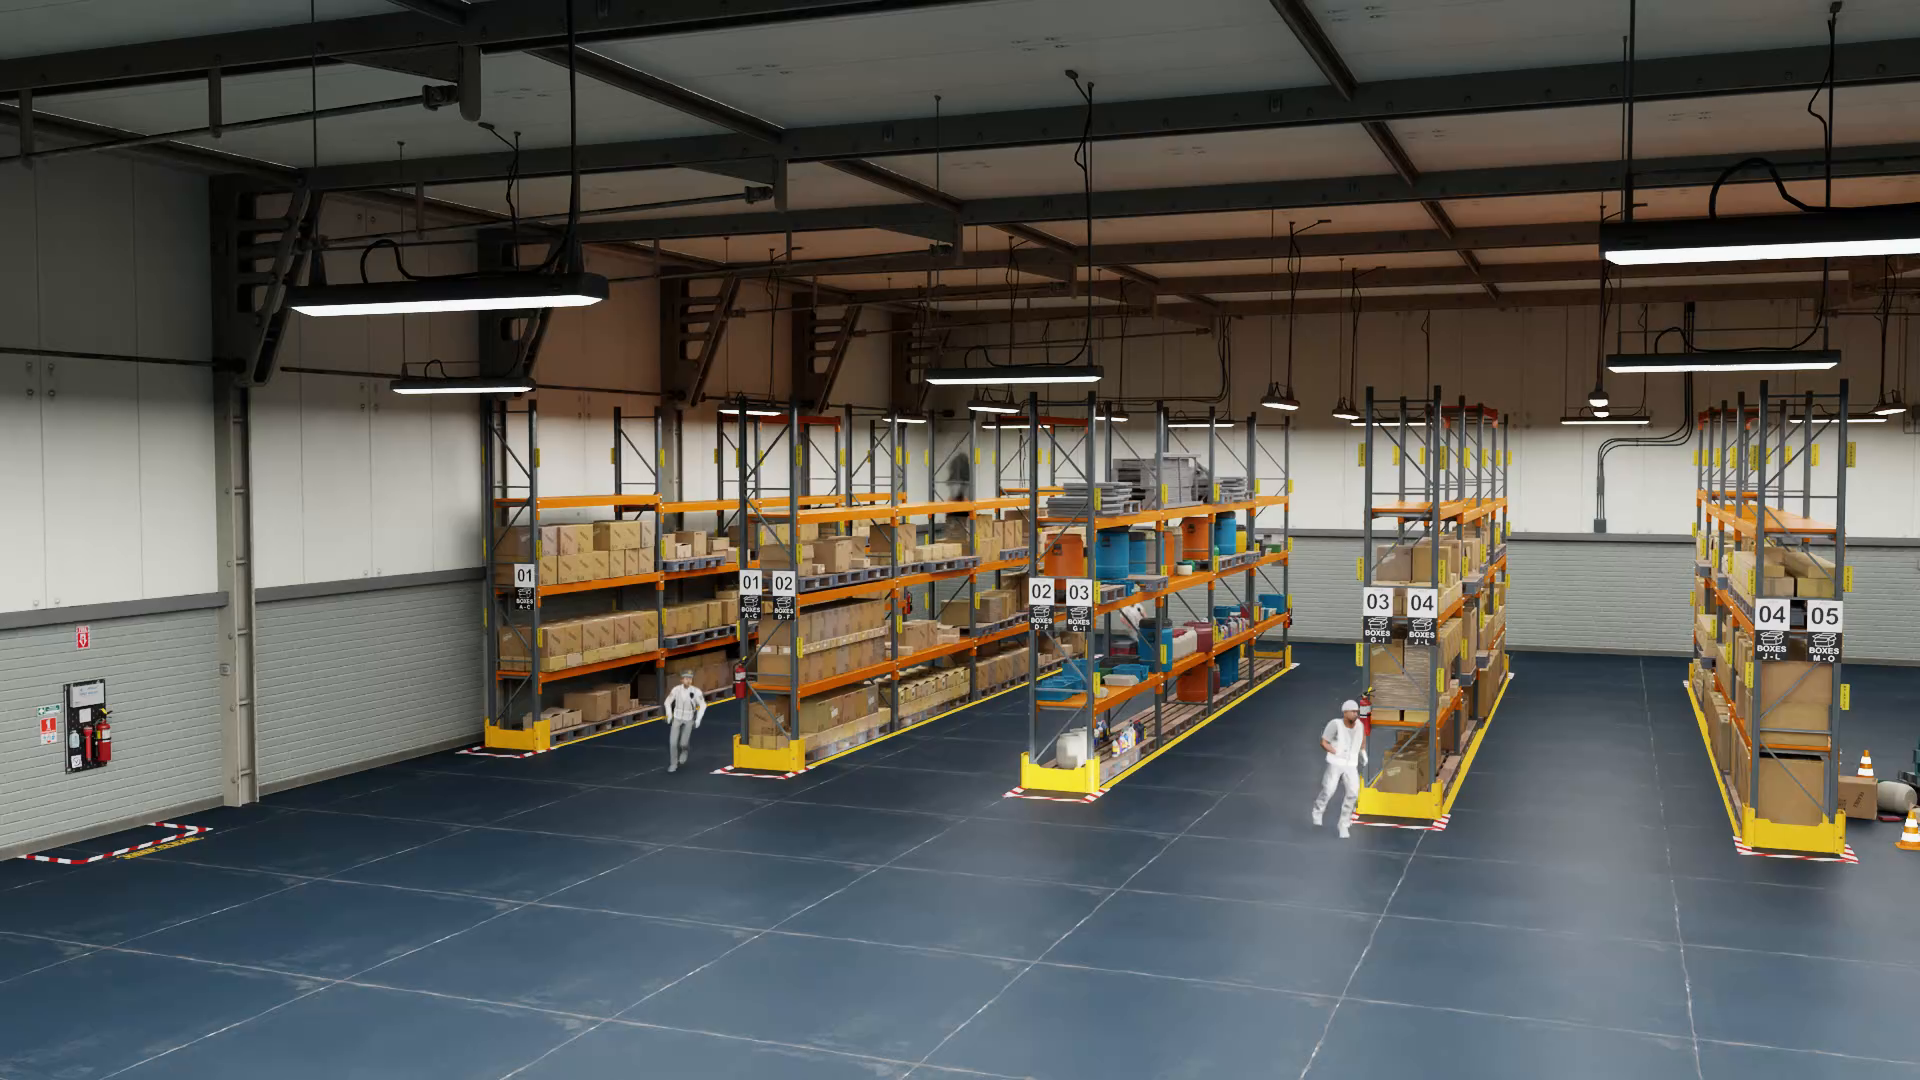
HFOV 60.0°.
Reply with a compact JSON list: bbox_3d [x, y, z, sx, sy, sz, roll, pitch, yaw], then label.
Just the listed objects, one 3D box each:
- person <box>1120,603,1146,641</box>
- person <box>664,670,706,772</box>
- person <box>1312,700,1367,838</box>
[{"bbox_3d":[4.291,2.147,40.756,0.733,1.698,0.559,0,3,-8],"label":"person"},{"bbox_3d":[-4.407,2.883,26.642,0.664,1.633,0.473,0,3,-1],"label":"person"},{"bbox_3d":[5.133,3.045,22.225,0.747,1.843,0.752,-1,3,-14],"label":"person"}]
